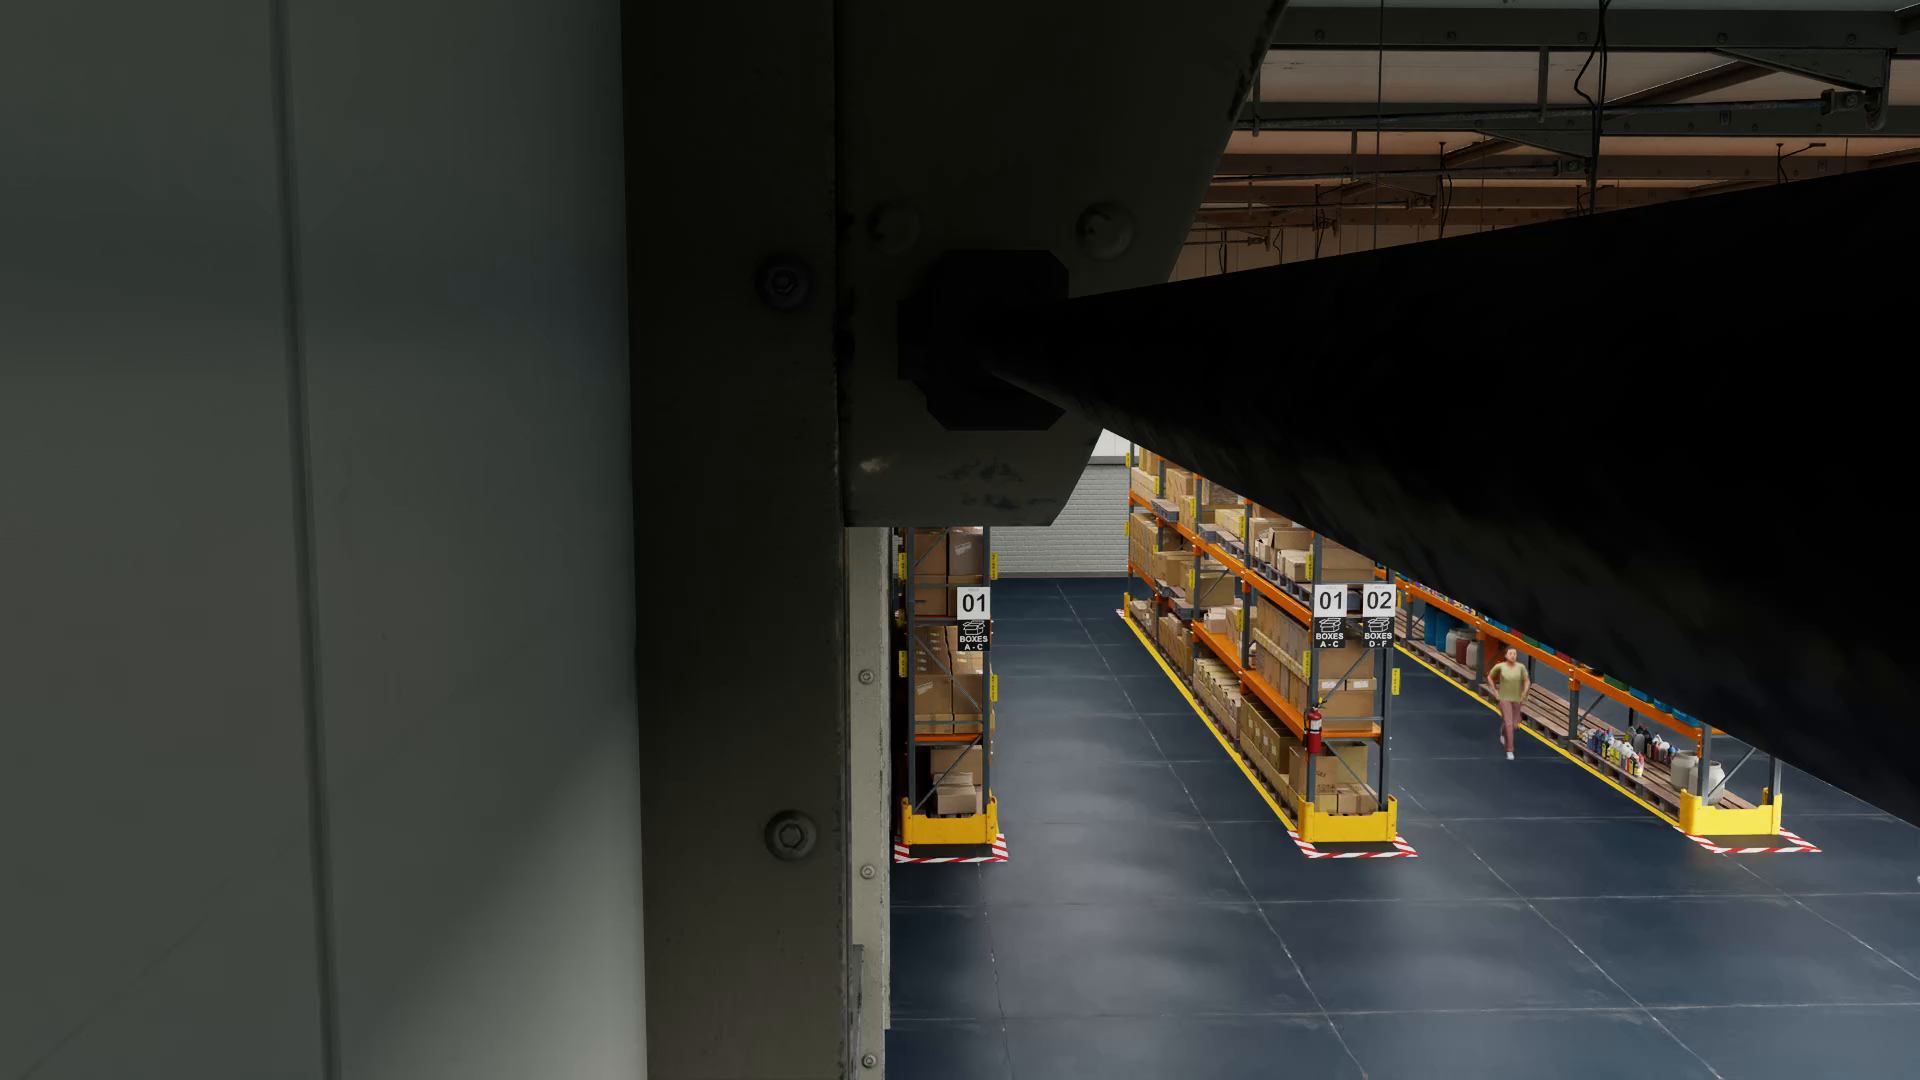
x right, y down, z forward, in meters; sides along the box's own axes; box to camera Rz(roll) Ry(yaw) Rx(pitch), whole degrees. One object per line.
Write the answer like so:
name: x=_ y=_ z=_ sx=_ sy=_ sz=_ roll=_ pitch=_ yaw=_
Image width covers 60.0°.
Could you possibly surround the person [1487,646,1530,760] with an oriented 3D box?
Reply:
person: x=8.135 y=2.372 z=24.680 sx=0.596 sy=1.653 sz=0.797 roll=0 pitch=7 yaw=1
